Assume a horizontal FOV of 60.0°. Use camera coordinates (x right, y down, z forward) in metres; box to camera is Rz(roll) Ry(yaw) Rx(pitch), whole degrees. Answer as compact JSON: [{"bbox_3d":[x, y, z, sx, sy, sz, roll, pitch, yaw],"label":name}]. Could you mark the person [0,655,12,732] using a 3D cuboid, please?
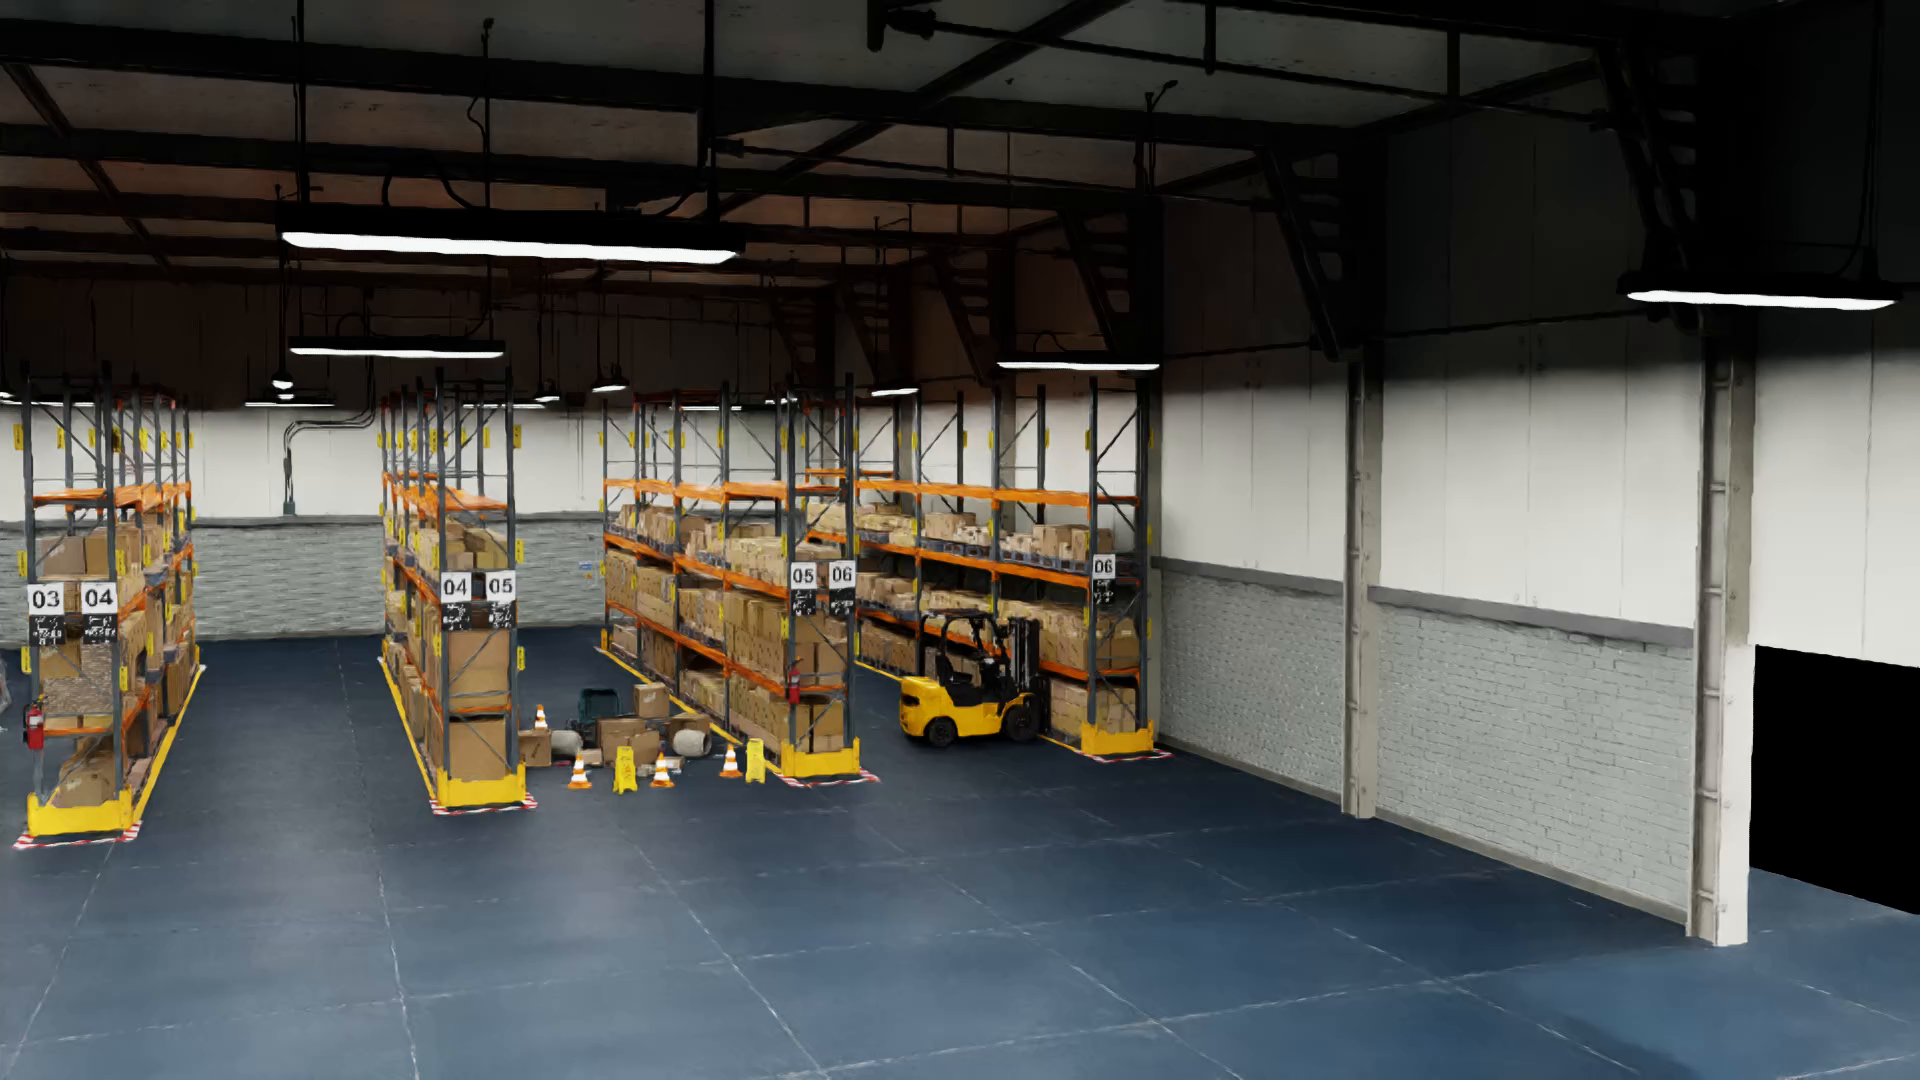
[{"bbox_3d":[-16.485,2.513,28.395,0.459,1.561,0.407,3,4,39],"label":"person"}]
